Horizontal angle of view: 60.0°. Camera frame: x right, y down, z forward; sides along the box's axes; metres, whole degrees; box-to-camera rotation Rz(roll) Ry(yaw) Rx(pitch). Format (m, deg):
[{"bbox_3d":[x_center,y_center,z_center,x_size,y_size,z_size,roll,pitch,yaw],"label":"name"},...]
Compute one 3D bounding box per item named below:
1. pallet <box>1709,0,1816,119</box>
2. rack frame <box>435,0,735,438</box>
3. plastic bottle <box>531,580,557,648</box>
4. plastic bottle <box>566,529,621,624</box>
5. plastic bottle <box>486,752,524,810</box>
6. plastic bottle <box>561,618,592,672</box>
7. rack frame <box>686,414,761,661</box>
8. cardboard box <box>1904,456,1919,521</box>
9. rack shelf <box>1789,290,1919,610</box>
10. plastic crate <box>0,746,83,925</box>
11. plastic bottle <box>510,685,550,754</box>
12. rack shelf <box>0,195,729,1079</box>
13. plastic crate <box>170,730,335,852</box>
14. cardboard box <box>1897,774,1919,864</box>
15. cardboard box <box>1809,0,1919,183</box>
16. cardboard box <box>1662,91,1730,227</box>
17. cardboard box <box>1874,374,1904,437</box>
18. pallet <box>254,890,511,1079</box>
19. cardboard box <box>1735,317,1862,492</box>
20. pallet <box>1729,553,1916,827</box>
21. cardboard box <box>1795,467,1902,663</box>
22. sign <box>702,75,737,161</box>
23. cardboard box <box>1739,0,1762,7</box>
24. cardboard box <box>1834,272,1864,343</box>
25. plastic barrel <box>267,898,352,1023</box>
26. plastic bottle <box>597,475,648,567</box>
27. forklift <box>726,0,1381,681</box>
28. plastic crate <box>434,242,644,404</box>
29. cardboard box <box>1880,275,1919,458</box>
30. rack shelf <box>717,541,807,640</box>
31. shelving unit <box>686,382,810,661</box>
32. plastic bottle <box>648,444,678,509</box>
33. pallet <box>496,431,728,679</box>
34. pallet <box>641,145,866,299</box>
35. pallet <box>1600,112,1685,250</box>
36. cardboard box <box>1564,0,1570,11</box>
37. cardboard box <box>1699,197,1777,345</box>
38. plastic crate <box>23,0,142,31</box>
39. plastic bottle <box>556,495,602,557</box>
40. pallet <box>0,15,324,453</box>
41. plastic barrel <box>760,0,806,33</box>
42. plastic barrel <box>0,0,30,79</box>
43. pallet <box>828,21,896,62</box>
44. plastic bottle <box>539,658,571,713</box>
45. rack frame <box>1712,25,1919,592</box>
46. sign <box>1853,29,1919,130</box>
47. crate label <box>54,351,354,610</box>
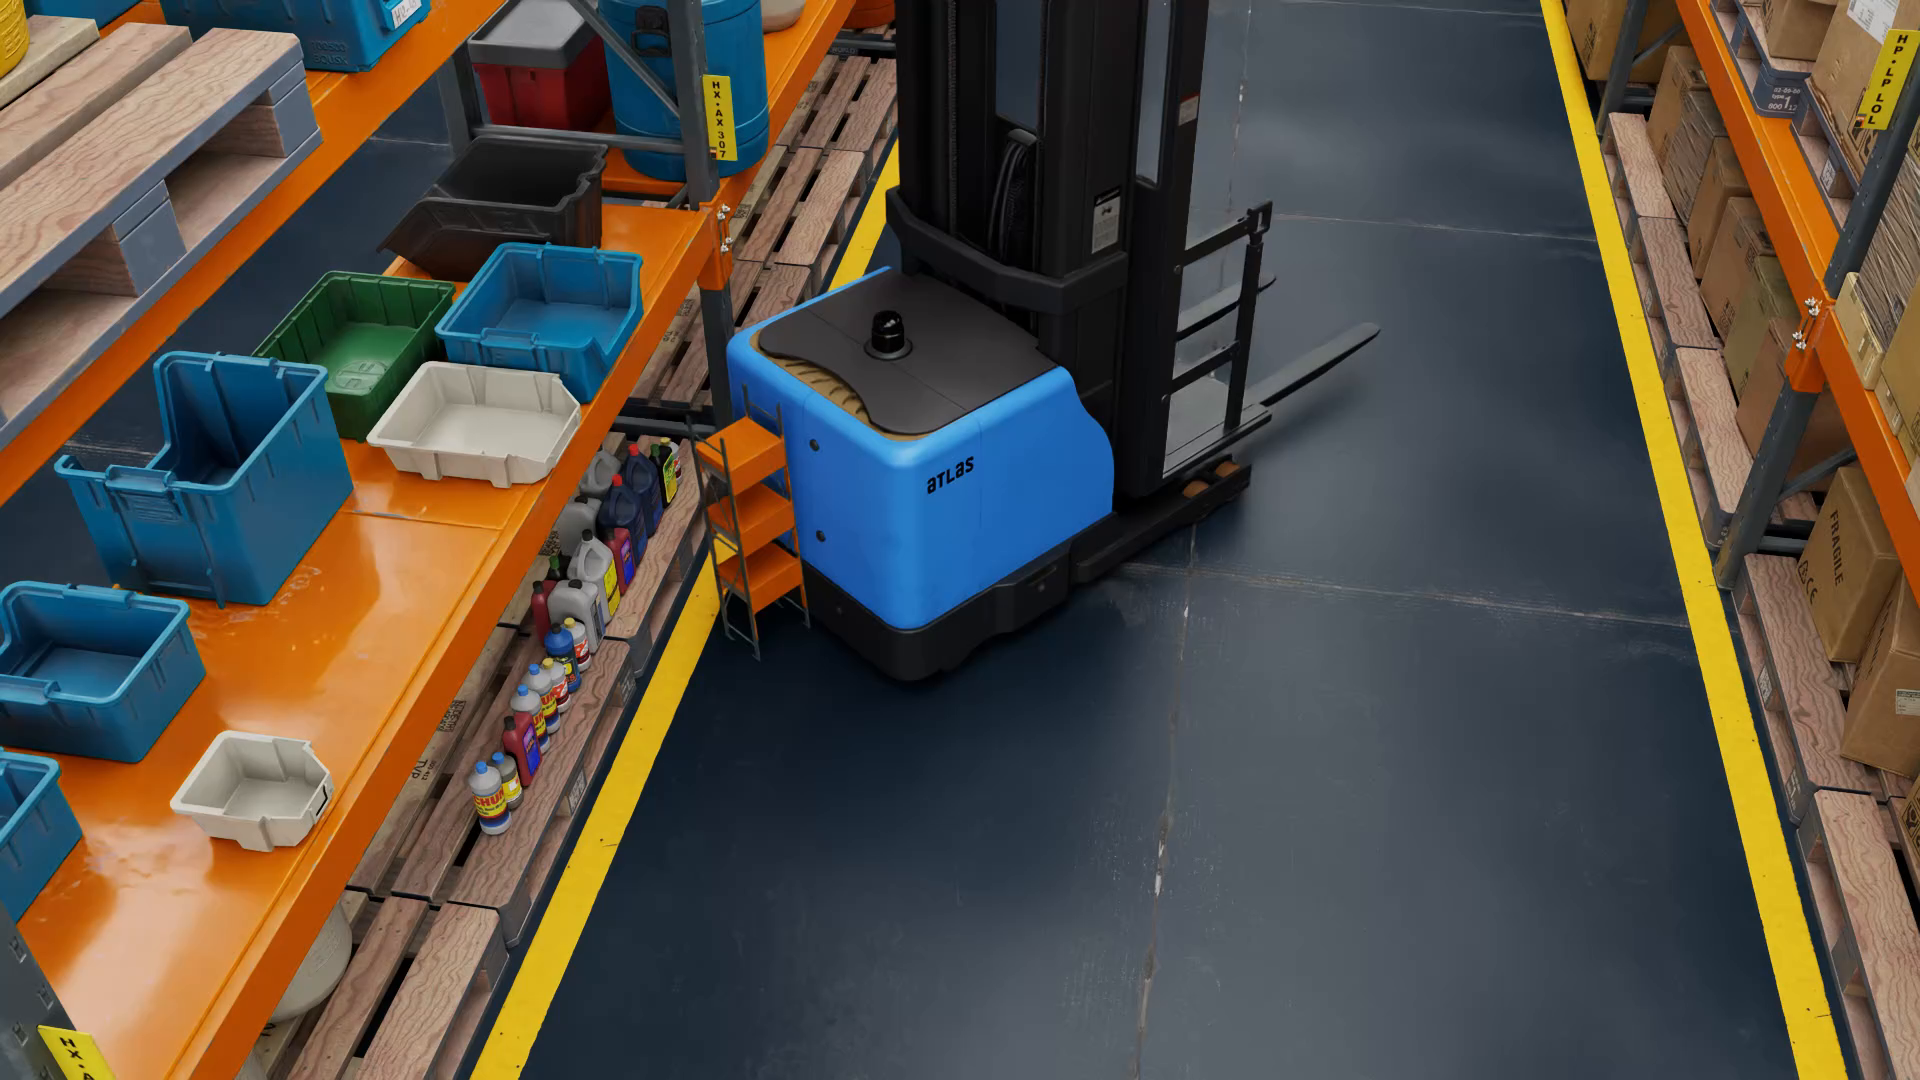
[{"bbox_3d":[3.859,-2.132,7.126,1.003,0.211,1.213,6,40,8],"label":"pallet"},{"bbox_3d":[-1.409,-1.489,6.197,1.000,3.000,0.127,6,40,8],"label":"rack frame"},{"bbox_3d":[-1.463,0.238,5.895,0.061,0.283,0.133,6,40,8],"label":"plastic bottle"},{"bbox_3d":[-1.326,0.121,5.983,0.144,0.351,0.185,6,40,7],"label":"plastic bottle"},{"bbox_3d":[-1.463,0.762,5.325,0.097,0.201,0.097,0,40,0],"label":"plastic bottle"},{"bbox_3d":[-1.351,0.358,5.814,0.097,0.201,0.097,0,40,0],"label":"plastic bottle"},{"bbox_3d":[-0.835,0.013,5.910,0.008,1.050,0.200,-34,50,-31],"label":"rack frame"},{"bbox_3d":[2.946,-0.119,4.736,0.380,0.149,0.250,6,40,8],"label":"cardboard box"},{"bbox_3d":[3.123,0.590,4.247,1.077,0.370,4.000,6,40,8],"label":"rack shelf"},{"bbox_3d":[-2.309,0.732,3.628,0.499,0.251,0.616,6,40,8],"label":"plastic crate"},{"bbox_3d":[-1.421,0.585,5.485,0.097,0.271,0.097,0,40,0],"label":"plastic bottle"},{"bbox_3d":[-1.755,0.043,4.908,1.077,0.370,4.000,6,40,8],"label":"rack shelf"},{"bbox_3d":[-1.630,0.597,3.881,0.298,0.136,0.250,6,40,8],"label":"plastic crate"},{"bbox_3d":[3.239,0.864,4.983,0.500,0.500,0.500,3,40,4],"label":"cardboard box"},{"bbox_3d":[3.745,-1.819,5.796,1.000,1.000,1.000,7,40,8],"label":"cardboard box"},{"bbox_3d":[3.982,-1.887,8.295,0.700,0.500,0.500,3,40,4],"label":"cardboard box"},{"bbox_3d":[3.064,-0.429,5.112,0.380,0.149,0.250,6,40,8],"label":"cardboard box"},{"bbox_3d":[-1.989,1.534,4.729,1.003,0.211,1.213,6,40,8],"label":"pallet"},{"bbox_3d":[3.597,-0.532,6.656,0.700,0.500,0.500,4,40,4],"label":"cardboard box"},{"bbox_3d":[3.388,0.557,5.910,1.003,0.211,1.213,6,40,8],"label":"pallet"},{"bbox_3d":[3.361,0.105,5.901,0.500,0.500,0.500,5,40,6],"label":"cardboard box"},{"bbox_3d":[-0.869,-1.528,6.027,0.100,0.325,0.005,6,40,8],"label":"sign"},{"bbox_3d":[3.645,-2.531,7.245,0.500,0.250,0.500,5,40,6],"label":"cardboard box"},{"bbox_3d":[3.136,-0.744,5.493,0.380,0.149,0.250,6,40,8],"label":"cardboard box"},{"bbox_3d":[-1.976,1.082,4.710,0.421,0.512,0.421,0,40,0],"label":"plastic barrel"},{"bbox_3d":[-1.270,-0.081,6.228,0.144,0.351,0.185,5,40,5],"label":"plastic bottle"},{"bbox_3d":[0.574,-1.432,6.181,3.031,2.935,1.130,-30,48,-31],"label":"forklift"},{"bbox_3d":[-1.333,-0.707,5.368,0.499,0.251,0.616,6,40,8],"label":"plastic crate"},{"bbox_3d":[3.209,-0.511,4.702,0.875,0.500,0.500,6,40,8],"label":"cardboard box"},{"bbox_3d":[-0.738,0.169,6.164,0.240,0.259,0.215,-34,50,-31],"label":"rack shelf"},{"bbox_3d":[-0.748,-0.046,5.972,0.252,1.050,0.215,-34,50,-31],"label":"shelving unit"},{"bbox_3d":[-1.167,-0.273,6.513,0.061,0.283,0.133,8,40,10],"label":"plastic bottle"},{"bbox_3d":[-1.566,0.003,6.581,1.003,0.211,1.213,6,40,8],"label":"pallet"},{"bbox_3d":[-1.103,-1.679,8.616,1.003,0.211,1.213,6,40,8],"label":"pallet"},{"bbox_3d":[4.025,-1.888,8.868,1.003,0.211,1.213,6,40,8],"label":"pallet"},{"bbox_3d":[4.463,-3.786,10.313,1.225,0.875,0.875,7,40,8],"label":"cardboard box"},{"bbox_3d":[3.794,-1.180,7.440,0.700,0.500,0.500,3,40,4],"label":"cardboard box"},{"bbox_3d":[-2.068,-1.359,3.698,0.392,0.384,0.575,6,40,8],"label":"plastic crate"},{"bbox_3d":[-1.420,-0.053,6.252,0.152,0.276,0.135,6,40,8],"label":"plastic bottle"},{"bbox_3d":[-1.862,-0.570,2.880,1.003,0.211,1.213,6,40,8],"label":"pallet"},{"bbox_3d":[-0.901,-2.578,7.407,0.433,0.535,0.433,0,40,0],"label":"plastic barrel"},{"bbox_3d":[-2.029,-1.099,2.893,0.600,0.588,0.600,0,40,0],"label":"plastic barrel"},{"bbox_3d":[-0.622,-3.424,10.726,1.003,0.211,1.213,6,40,8],"label":"pallet"},{"bbox_3d":[-1.387,0.487,5.658,0.097,0.201,0.097,0,40,0],"label":"plastic bottle"},{"bbox_3d":[3.469,-0.943,5.536,1.000,3.000,0.127,6,40,8],"label":"rack frame"},{"bbox_3d":[2.922,-1.448,5.239,0.100,0.325,0.005,6,40,8],"label":"sign"},{"bbox_3d":[-2.049,-0.177,4.583,0.502,0.435,0.616,6,40,8],"label":"crate label"}]
